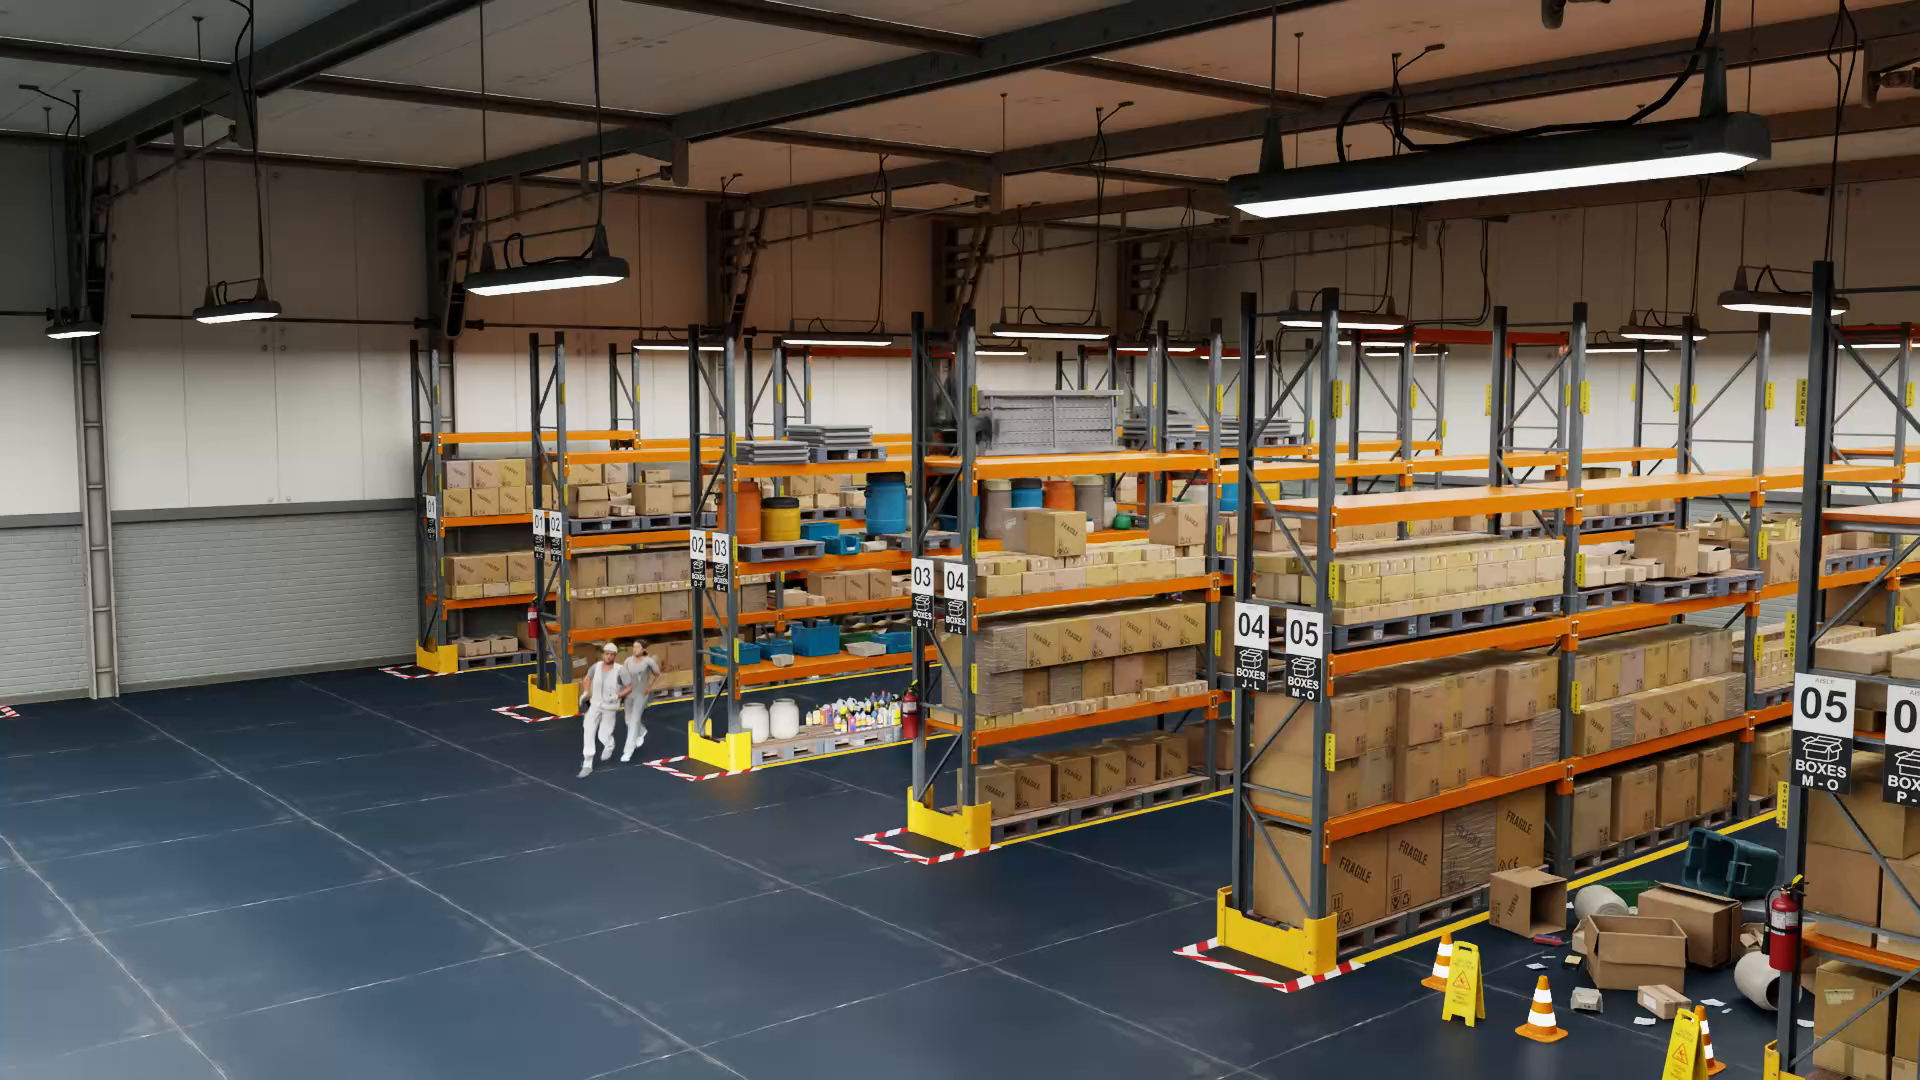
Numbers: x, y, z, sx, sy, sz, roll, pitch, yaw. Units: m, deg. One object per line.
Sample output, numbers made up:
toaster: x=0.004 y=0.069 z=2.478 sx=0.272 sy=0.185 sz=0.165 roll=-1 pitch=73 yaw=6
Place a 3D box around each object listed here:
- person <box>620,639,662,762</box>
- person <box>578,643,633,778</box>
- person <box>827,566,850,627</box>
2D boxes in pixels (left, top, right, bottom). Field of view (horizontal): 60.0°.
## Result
person: x=-4.464 y=2.200 z=23.210 sx=0.579 sy=1.670 sz=0.850 roll=1 pitch=5 yaw=16
person: x=-4.729 y=2.244 z=22.285 sx=0.704 sy=1.762 sz=0.867 roll=1 pitch=5 yaw=9
person: x=-2.303 y=1.283 z=32.563 sx=0.709 sy=1.737 sz=0.757 roll=4 pitch=7 yaw=37
